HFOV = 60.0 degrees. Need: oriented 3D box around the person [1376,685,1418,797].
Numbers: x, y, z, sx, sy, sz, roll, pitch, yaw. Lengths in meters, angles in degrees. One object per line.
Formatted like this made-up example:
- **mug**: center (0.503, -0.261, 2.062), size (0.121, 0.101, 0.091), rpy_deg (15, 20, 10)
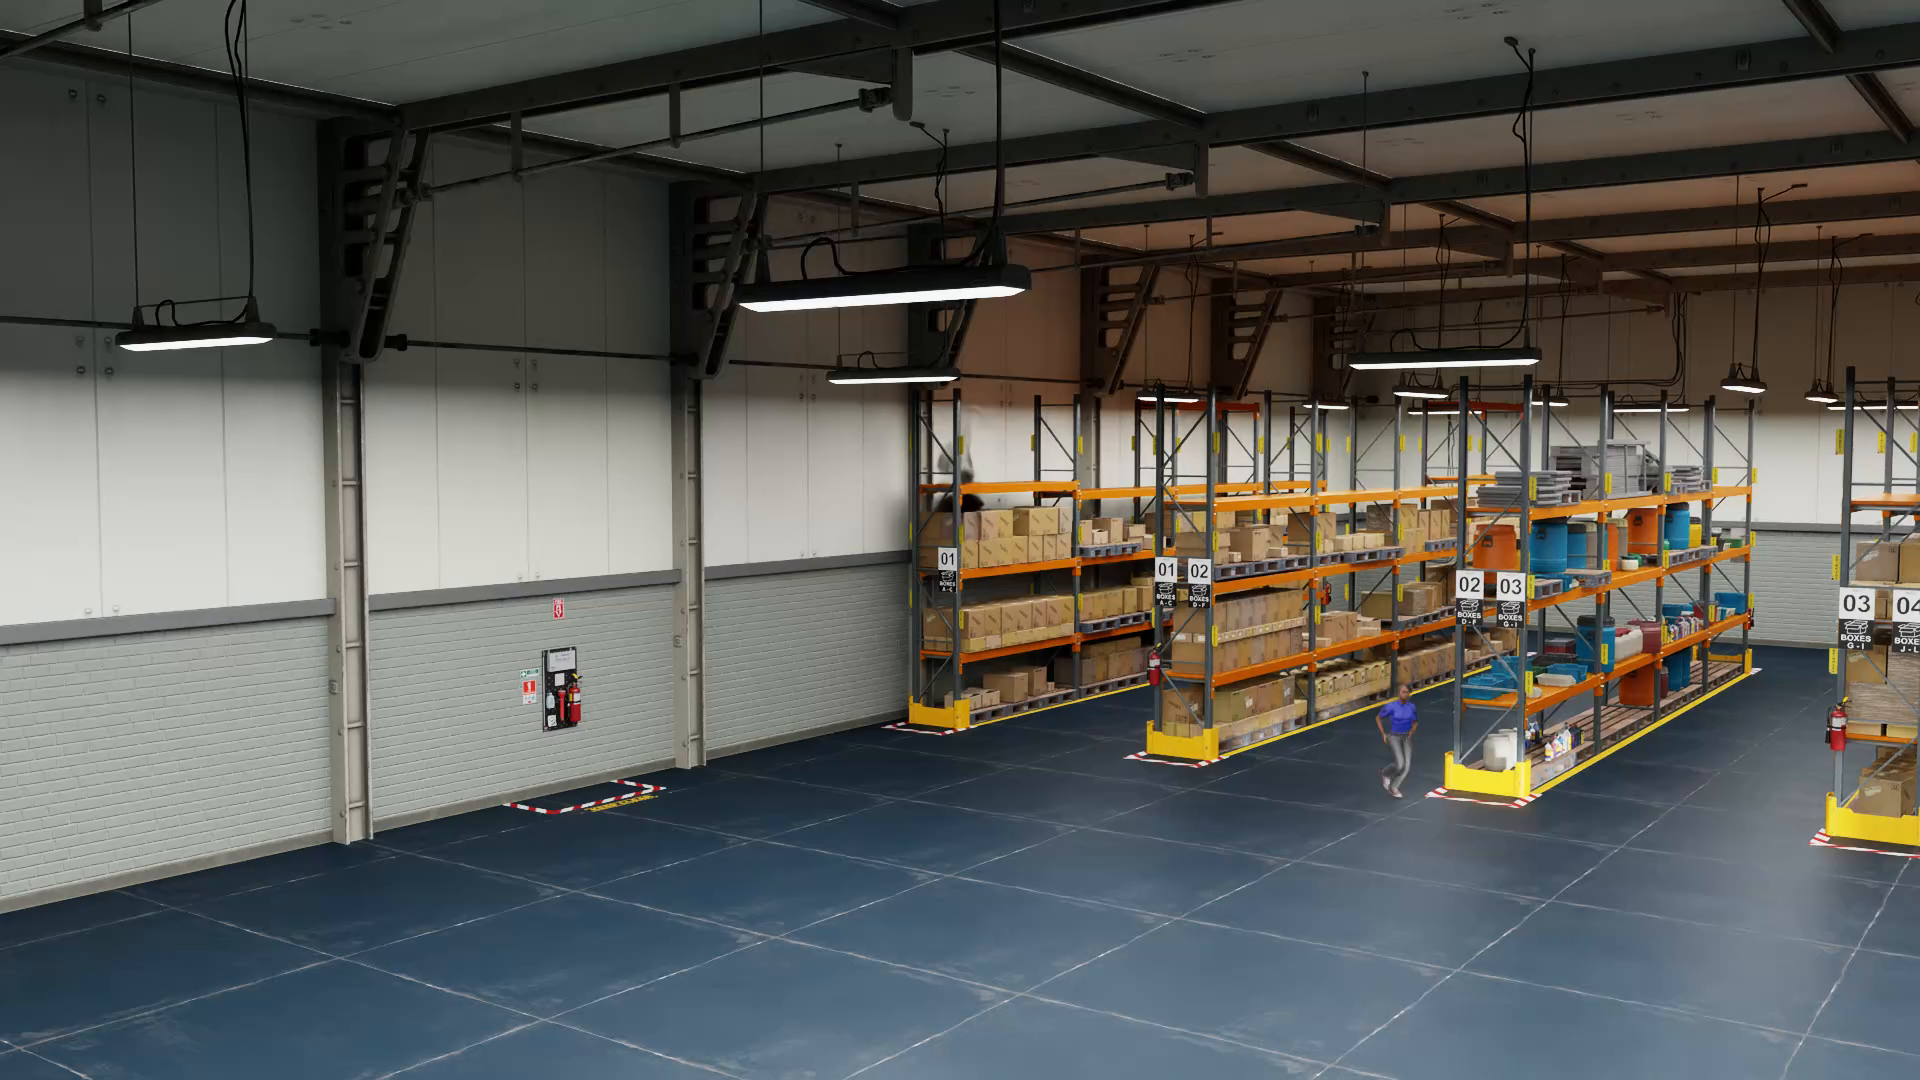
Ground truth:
- **person**: center (6.259, 2.856, 23.629), size (0.567, 1.591, 0.503), rpy_deg (-1, 3, -16)
